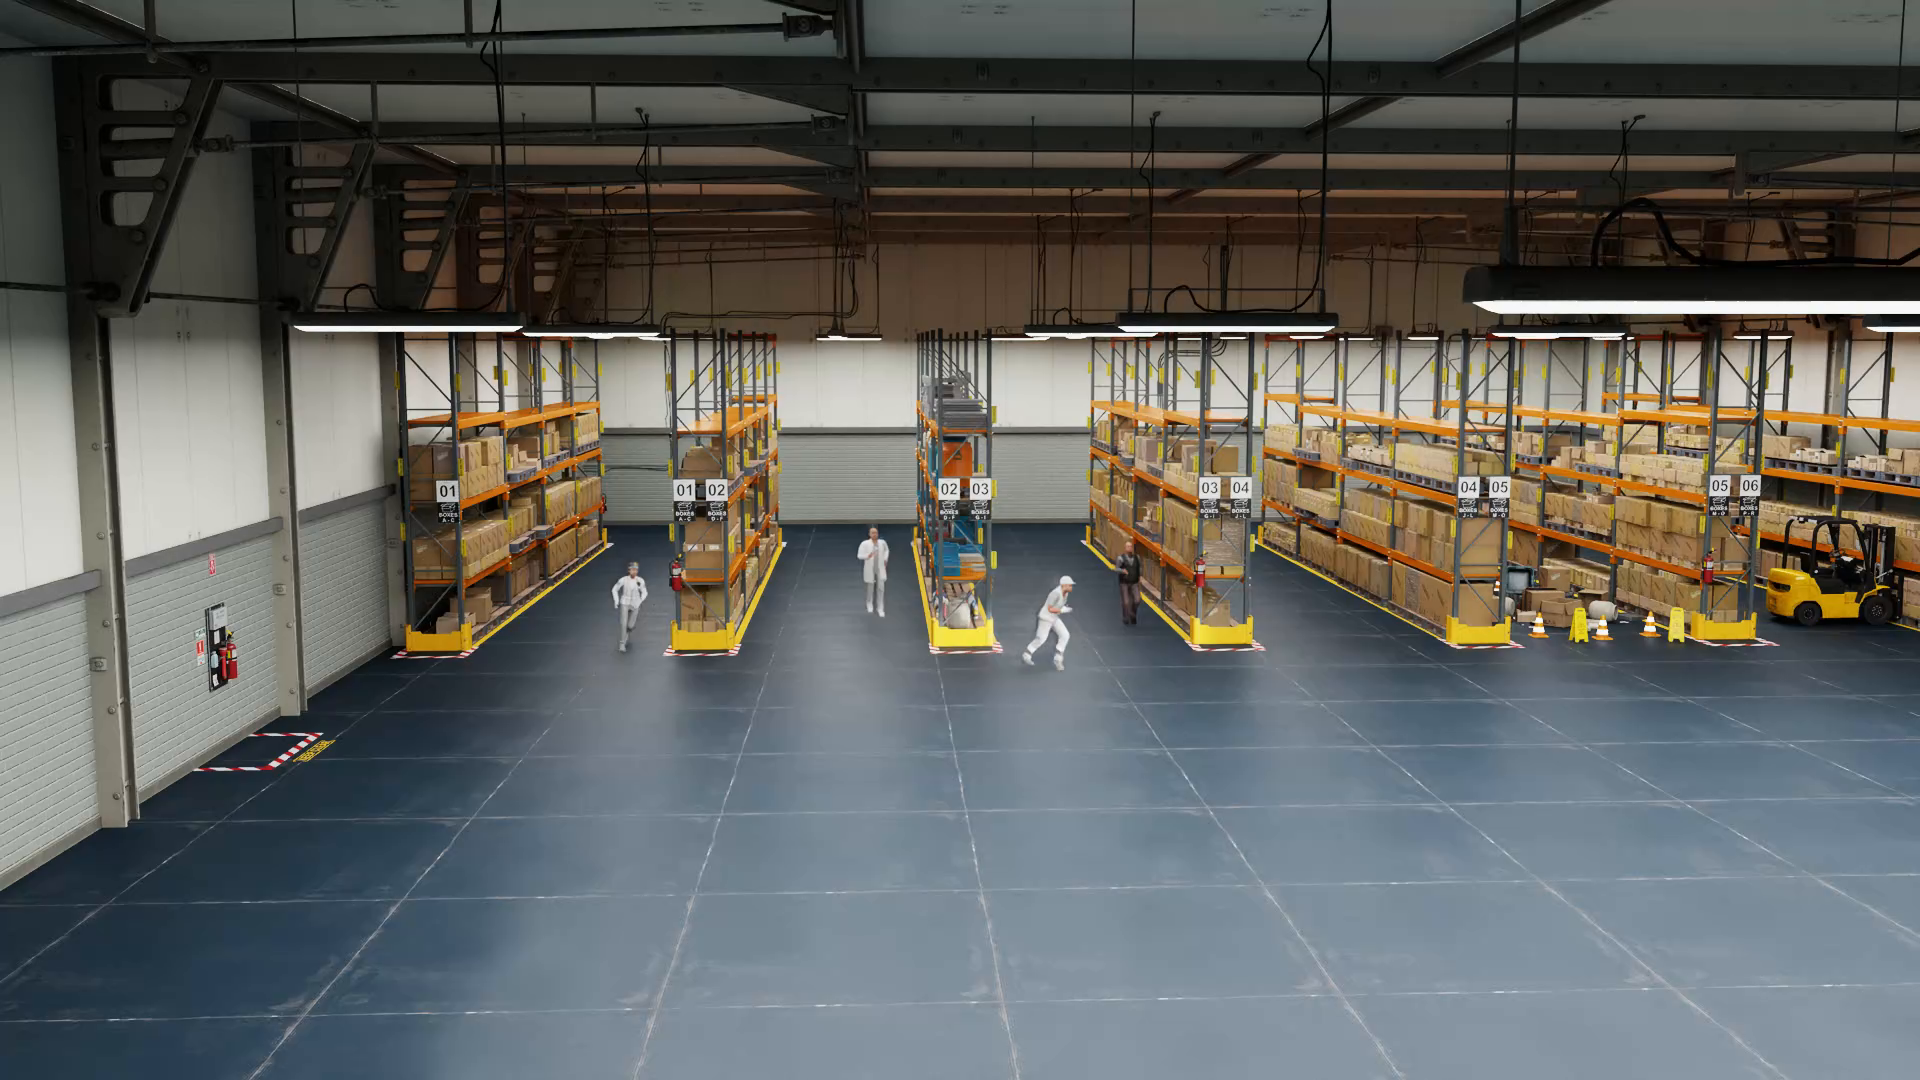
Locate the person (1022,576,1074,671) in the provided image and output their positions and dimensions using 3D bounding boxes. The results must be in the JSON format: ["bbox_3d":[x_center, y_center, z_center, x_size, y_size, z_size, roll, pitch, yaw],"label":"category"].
[{"bbox_3d":[1.565,1.464,29.314,1.011,1.717,0.705,3,8,27],"label":"person"}]

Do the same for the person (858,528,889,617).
[{"bbox_3d":[-1.764,0.641,34.265,0.701,1.789,0.949,-2,7,-13],"label":"person"}]

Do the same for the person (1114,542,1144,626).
[{"bbox_3d":[3.454,0.906,33.715,0.642,1.716,0.646,-1,7,-5],"label":"person"}]

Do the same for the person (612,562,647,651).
[{"bbox_3d":[-6.231,1.240,31.355,0.637,1.662,0.654,-2,7,-17],"label":"person"}]
